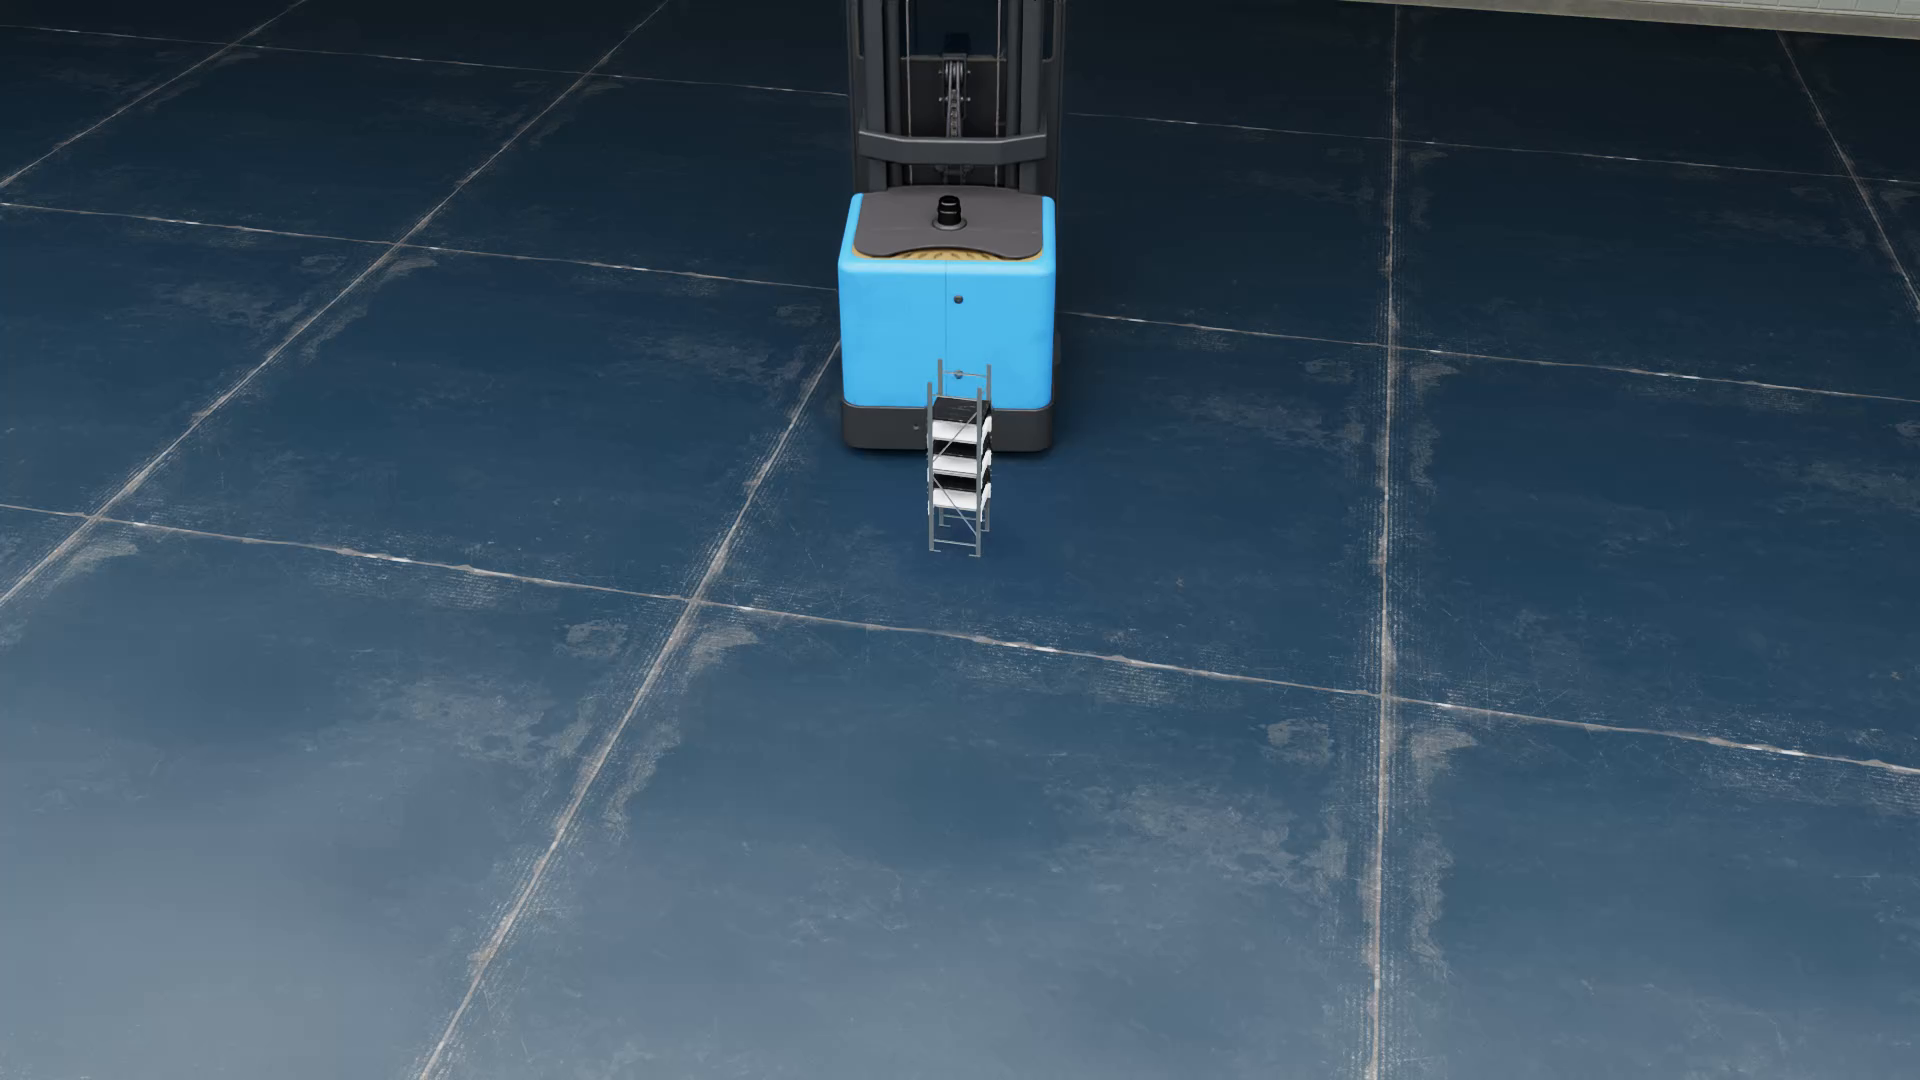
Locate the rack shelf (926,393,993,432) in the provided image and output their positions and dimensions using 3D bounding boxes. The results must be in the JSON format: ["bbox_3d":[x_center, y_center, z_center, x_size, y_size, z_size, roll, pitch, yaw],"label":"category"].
[{"bbox_3d":[-0.002,-0.551,7.341,0.258,0.077,0.200,7,37,10],"label":"rack shelf"}]

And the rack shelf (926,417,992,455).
[{"bbox_3d":[-0.002,-0.478,7.393,0.258,0.077,0.200,7,37,10],"label":"rack shelf"}]

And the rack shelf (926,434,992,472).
[{"bbox_3d":[-0.002,-0.406,7.446,0.258,0.077,0.200,7,37,10],"label":"rack shelf"}]

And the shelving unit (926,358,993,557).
[{"bbox_3d":[-0.002,-0.360,7.480,0.258,0.900,0.210,7,37,10],"label":"shelving unit"}]

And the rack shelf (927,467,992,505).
[{"bbox_3d":[-0.002,-0.260,7.552,0.258,0.077,0.200,7,37,10],"label":"rack shelf"}]

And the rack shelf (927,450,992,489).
[{"bbox_3d":[-0.002,-0.333,7.499,0.258,0.077,0.200,7,37,10],"label":"rack shelf"}]

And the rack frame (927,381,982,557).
[{"bbox_3d":[-0.023,-0.301,7.399,0.240,0.900,0.006,7,37,10],"label":"rack frame"}]

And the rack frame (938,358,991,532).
[{"bbox_3d":[0.020,-0.418,7.560,0.240,0.900,0.006,7,37,10],"label":"rack frame"}]

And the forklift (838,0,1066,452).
[{"bbox_3d":[-0.010,-2.462,8.649,1.130,2.935,3.031,1,36,2],"label":"forklift"}]

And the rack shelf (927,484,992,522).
[{"bbox_3d":[-0.002,-0.187,7.605,0.258,0.077,0.200,7,37,10],"label":"rack shelf"}]
